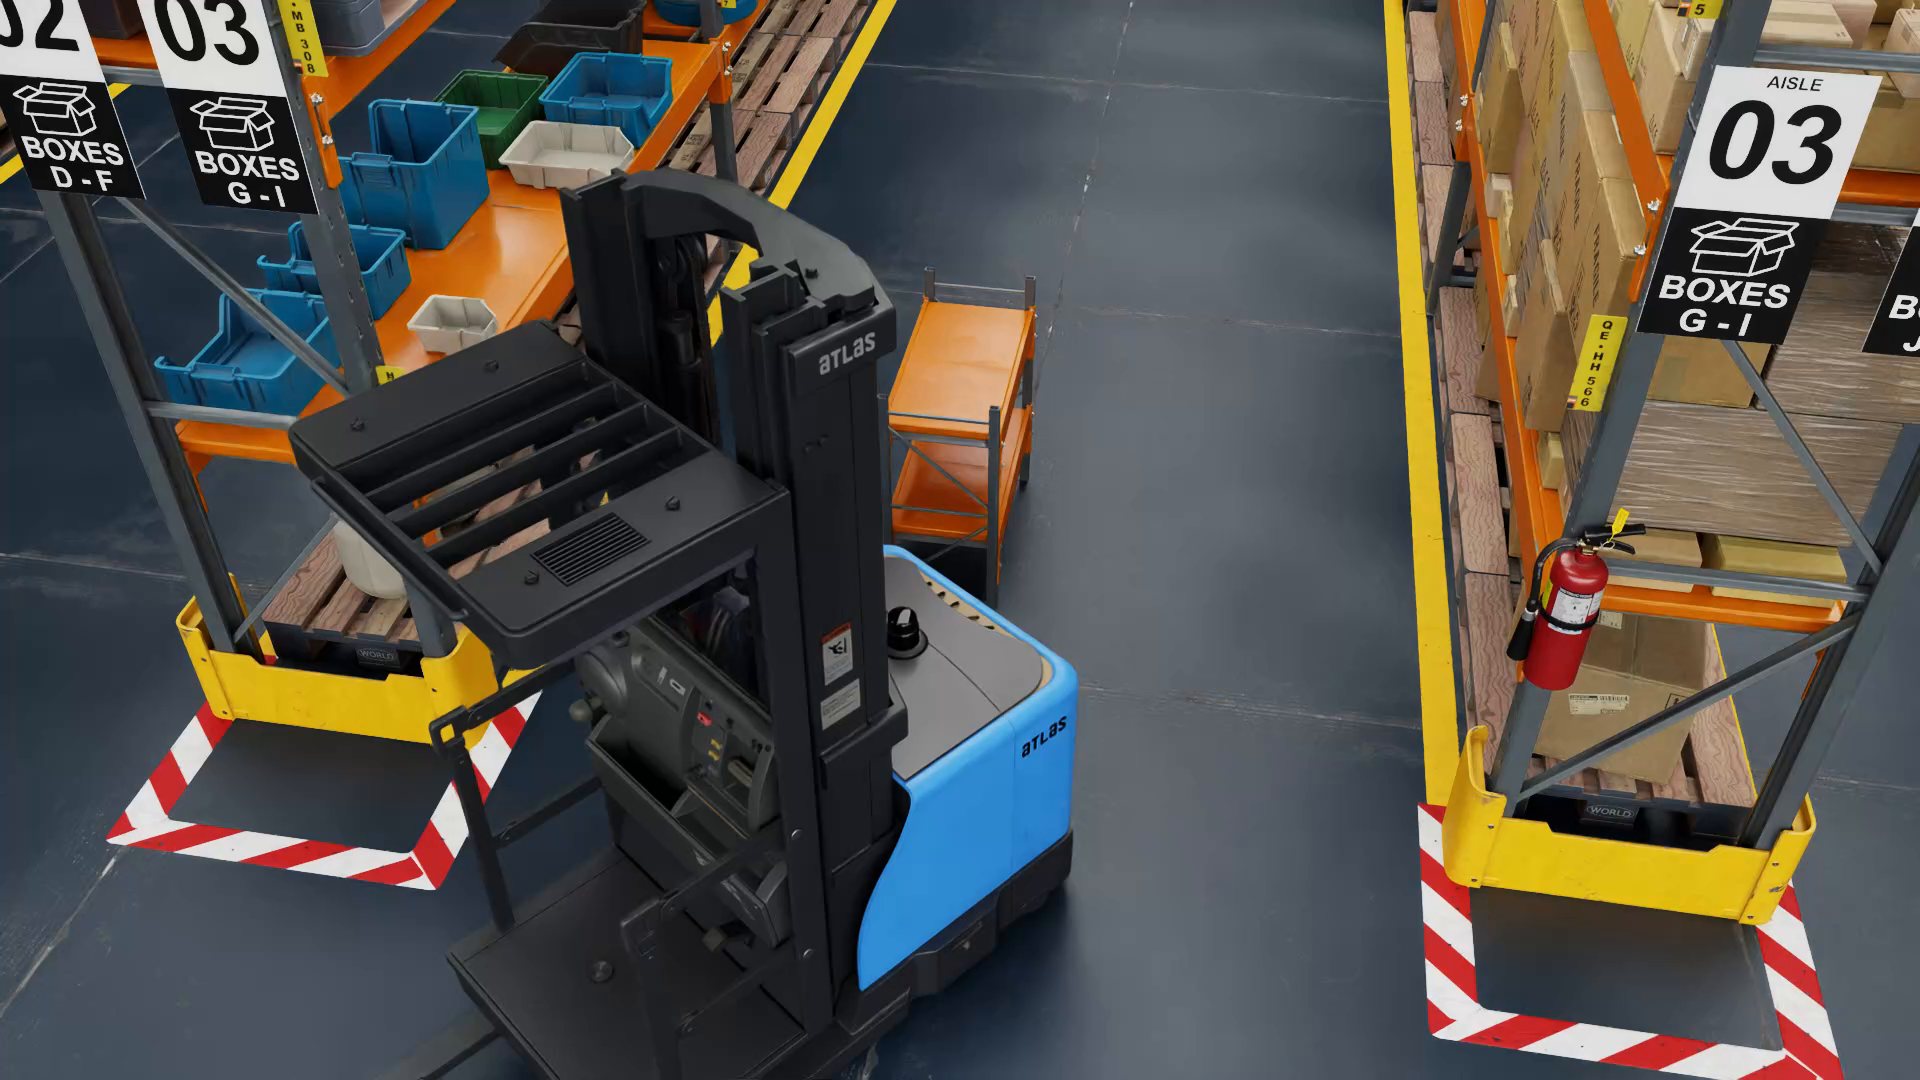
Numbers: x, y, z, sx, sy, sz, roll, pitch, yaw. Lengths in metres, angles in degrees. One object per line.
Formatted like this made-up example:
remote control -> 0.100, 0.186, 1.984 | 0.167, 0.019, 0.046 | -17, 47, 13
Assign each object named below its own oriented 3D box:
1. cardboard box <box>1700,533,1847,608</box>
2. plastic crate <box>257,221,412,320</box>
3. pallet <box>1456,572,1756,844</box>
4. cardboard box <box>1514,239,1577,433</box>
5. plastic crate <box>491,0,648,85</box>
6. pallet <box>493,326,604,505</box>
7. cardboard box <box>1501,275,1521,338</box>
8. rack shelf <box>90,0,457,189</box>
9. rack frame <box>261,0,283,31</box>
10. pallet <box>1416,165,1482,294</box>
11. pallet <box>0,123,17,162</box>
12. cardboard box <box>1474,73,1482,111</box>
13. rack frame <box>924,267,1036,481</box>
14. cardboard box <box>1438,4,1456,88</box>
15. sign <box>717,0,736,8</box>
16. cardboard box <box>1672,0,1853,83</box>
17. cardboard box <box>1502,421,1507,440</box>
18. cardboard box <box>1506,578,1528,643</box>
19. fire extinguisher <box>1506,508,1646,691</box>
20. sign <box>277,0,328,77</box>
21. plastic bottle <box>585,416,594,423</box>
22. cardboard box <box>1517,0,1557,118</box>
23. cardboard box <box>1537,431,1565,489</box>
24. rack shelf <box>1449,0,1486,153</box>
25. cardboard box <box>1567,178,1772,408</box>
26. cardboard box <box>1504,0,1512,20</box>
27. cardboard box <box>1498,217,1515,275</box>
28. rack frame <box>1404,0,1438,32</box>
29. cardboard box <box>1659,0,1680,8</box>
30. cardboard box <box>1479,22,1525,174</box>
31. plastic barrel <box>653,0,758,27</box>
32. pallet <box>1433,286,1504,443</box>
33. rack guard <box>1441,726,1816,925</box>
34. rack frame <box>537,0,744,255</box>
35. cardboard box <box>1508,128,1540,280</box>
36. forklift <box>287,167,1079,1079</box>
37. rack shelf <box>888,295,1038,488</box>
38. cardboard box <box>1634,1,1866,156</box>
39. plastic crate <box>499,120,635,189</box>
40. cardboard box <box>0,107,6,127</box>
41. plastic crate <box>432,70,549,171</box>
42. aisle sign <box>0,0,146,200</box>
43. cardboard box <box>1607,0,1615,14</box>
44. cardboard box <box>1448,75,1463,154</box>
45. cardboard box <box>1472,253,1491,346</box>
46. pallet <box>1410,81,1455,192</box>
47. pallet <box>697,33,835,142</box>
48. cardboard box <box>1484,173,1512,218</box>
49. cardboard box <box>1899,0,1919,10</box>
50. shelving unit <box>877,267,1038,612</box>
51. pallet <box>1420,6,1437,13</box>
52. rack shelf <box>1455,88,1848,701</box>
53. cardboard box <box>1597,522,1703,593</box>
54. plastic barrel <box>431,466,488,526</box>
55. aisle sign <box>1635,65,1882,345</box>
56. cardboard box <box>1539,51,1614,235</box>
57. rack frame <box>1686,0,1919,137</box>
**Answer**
cardboard box -> 2.687, 0.072, 5.506 | 0.380, 0.149, 0.250 | 6, 40, 8
plastic crate -> -2.566, -1.115, 6.861 | 0.499, 0.251, 0.408 | 6, 40, 8
pallet -> 2.591, 0.649, 6.800 | 1.003, 0.211, 1.213 | 6, 40, 8
cardboard box -> 2.493, -0.695, 5.924 | 0.875, 0.500, 0.500 | 6, 40, 8
plastic crate -> -1.999, -2.590, 8.578 | 0.767, 0.338, 0.504 | 6, 40, 8
pallet -> -2.149, -0.669, 8.394 | 1.003, 0.211, 1.213 | 6, 40, 8
cardboard box -> 2.405, -0.930, 6.718 | 0.380, 0.149, 0.250 | 6, 40, 8
rack shelf -> -2.129, -2.552, 6.693 | 1.077, 0.370, 4.000 | 6, 40, 8
rack frame -> -2.476, -2.730, 3.990 | 1.000, 3.000, 0.127 | 6, 40, 8
pallet -> 3.228, -1.797, 9.757 | 1.003, 0.211, 1.213 | 6, 40, 8
pallet -> -6.572, -2.869, 11.055 | 1.003, 0.211, 1.213 | 6, 40, 8
cardboard box -> 2.761, -2.184, 8.235 | 0.380, 0.149, 0.250 | 6, 40, 8
rack frame -> 0.089, -0.757, 7.783 | 0.500, 1.125, 0.032 | 6, 40, 8
cardboard box -> 3.607, -3.327, 11.036 | 0.700, 0.500, 0.500 | 3, 40, 4
sign -> -1.243, -2.968, 8.768 | 0.100, 0.325, 0.005 | 6, 40, 8
cardboard box -> 2.143, -1.333, 4.459 | 0.380, 0.149, 0.250 | 6, 40, 8
cardboard box -> 2.865, -0.576, 7.725 | 0.500, 0.500, 0.500 | 3, 40, 4
cardboard box -> 2.597, 0.160, 6.834 | 0.500, 0.500, 0.500 | 17, 42, 19
fire extinguisher -> 1.929, 0.179, 5.241 | 0.296, 0.674, 0.183 | 6, 40, 8
sign -> -1.934, -1.514, 4.867 | 0.100, 0.325, 0.005 | 6, 40, 8
plastic bottle -> -1.837, -0.678, 8.067 | 0.097, 0.201, 0.097 | 0, 40, 0
cardboard box -> 2.595, -2.039, 6.766 | 0.500, 0.500, 0.500 | 6, 40, 8
cardboard box -> 2.285, -0.296, 5.952 | 0.380, 0.149, 0.250 | 6, 40, 8
rack shelf -> 3.441, -3.360, 10.025 | 1.077, 0.370, 4.000 | 6, 40, 8
cardboard box -> 2.254, -0.783, 5.247 | 0.500, 0.500, 0.500 | 6, 40, 8
cardboard box -> 2.767, -2.667, 7.525 | 0.500, 0.500, 0.500 | 6, 40, 8
cardboard box -> 2.515, -1.241, 7.094 | 0.380, 0.149, 0.250 | 6, 40, 8
rack frame -> 3.787, -4.893, 11.314 | 1.000, 3.000, 0.127 | 6, 40, 8
cardboard box -> 2.243, -1.667, 4.863 | 0.380, 0.149, 0.250 | 5, 40, 6
cardboard box -> 2.835, -1.950, 7.443 | 0.875, 0.500, 0.500 | 6, 40, 8
plastic barrel -> -1.418, -3.331, 9.031 | 0.600, 0.901, 0.708 | 6, 40, 8
pallet -> 3.013, -0.882, 8.652 | 1.003, 0.211, 1.213 | 6, 40, 8
rack guard -> 2.416, 1.044, 6.096 | 1.175, 0.500, 0.348 | 6, 40, 8
rack frame -> -1.783, -2.929, 8.938 | 1.000, 3.000, 0.127 | 6, 40, 8
cardboard box -> 2.720, -1.316, 6.676 | 0.875, 0.500, 0.500 | 6, 40, 8
forklift -> -1.003, 0.557, 4.776 | 3.031, 2.935, 1.130 | -31, 49, -32
rack shelf -> 0.001, -0.663, 7.210 | 0.538, 0.278, 1.000 | 6, 40, 8
cardboard box -> 2.236, -1.301, 4.733 | 0.500, 0.250, 0.500 | 7, 40, 9
plastic crate -> -1.815, -1.780, 7.756 | 0.530, 0.136, 0.437 | 6, 40, 8
cardboard box -> -6.348, -2.805, 10.617 | 0.500, 0.250, 0.500 | 5, 40, 7
plastic crate -> -2.296, -2.026, 8.013 | 0.450, 0.188, 0.662 | 6, 40, 8
aisle sign -> -2.781, -1.408, 5.059 | 0.394, 0.787, 0.004 | 6, 40, 8
cardboard box -> 2.416, -1.935, 5.500 | 0.500, 0.250, 0.500 | 7, 40, 9
cardboard box -> 3.420, -2.620, 10.181 | 0.700, 0.500, 0.500 | 3, 40, 4
cardboard box -> 2.986, -1.334, 8.642 | 0.500, 0.500, 0.500 | 5, 40, 6
pallet -> 3.437, -2.564, 10.686 | 1.003, 0.211, 1.213 | 6, 40, 8
pallet -> -1.477, -3.119, 11.357 | 1.003, 0.211, 1.213 | 6, 40, 8
cardboard box -> 2.572, -1.558, 7.478 | 0.380, 0.149, 0.250 | 6, 40, 8
cardboard box -> 2.818, -1.423, 4.568 | 0.380, 0.149, 0.250 | 7, 40, 9
shelving unit -> 0.001, -0.438, 7.397 | 0.538, 1.125, 1.048 | 6, 40, 8
pallet -> 3.998, -4.305, 12.791 | 1.003, 0.211, 1.213 | 6, 40, 8
rack shelf -> 2.749, -0.850, 6.989 | 1.077, 0.370, 4.000 | 6, 40, 8
cardboard box -> 2.249, 0.023, 5.565 | 0.380, 0.149, 0.250 | 6, 40, 8
plastic barrel -> -2.350, -0.357, 7.451 | 0.421, 0.512, 0.421 | 0, 40, 0
aisle sign -> 2.097, -0.868, 4.406 | 0.394, 0.787, 0.004 | 6, 40, 8
cardboard box -> 2.424, -1.411, 6.006 | 0.500, 0.500, 0.500 | 6, 40, 8
rack frame -> 2.403, -2.184, 3.330 | 1.000, 3.000, 0.127 | 6, 40, 8
